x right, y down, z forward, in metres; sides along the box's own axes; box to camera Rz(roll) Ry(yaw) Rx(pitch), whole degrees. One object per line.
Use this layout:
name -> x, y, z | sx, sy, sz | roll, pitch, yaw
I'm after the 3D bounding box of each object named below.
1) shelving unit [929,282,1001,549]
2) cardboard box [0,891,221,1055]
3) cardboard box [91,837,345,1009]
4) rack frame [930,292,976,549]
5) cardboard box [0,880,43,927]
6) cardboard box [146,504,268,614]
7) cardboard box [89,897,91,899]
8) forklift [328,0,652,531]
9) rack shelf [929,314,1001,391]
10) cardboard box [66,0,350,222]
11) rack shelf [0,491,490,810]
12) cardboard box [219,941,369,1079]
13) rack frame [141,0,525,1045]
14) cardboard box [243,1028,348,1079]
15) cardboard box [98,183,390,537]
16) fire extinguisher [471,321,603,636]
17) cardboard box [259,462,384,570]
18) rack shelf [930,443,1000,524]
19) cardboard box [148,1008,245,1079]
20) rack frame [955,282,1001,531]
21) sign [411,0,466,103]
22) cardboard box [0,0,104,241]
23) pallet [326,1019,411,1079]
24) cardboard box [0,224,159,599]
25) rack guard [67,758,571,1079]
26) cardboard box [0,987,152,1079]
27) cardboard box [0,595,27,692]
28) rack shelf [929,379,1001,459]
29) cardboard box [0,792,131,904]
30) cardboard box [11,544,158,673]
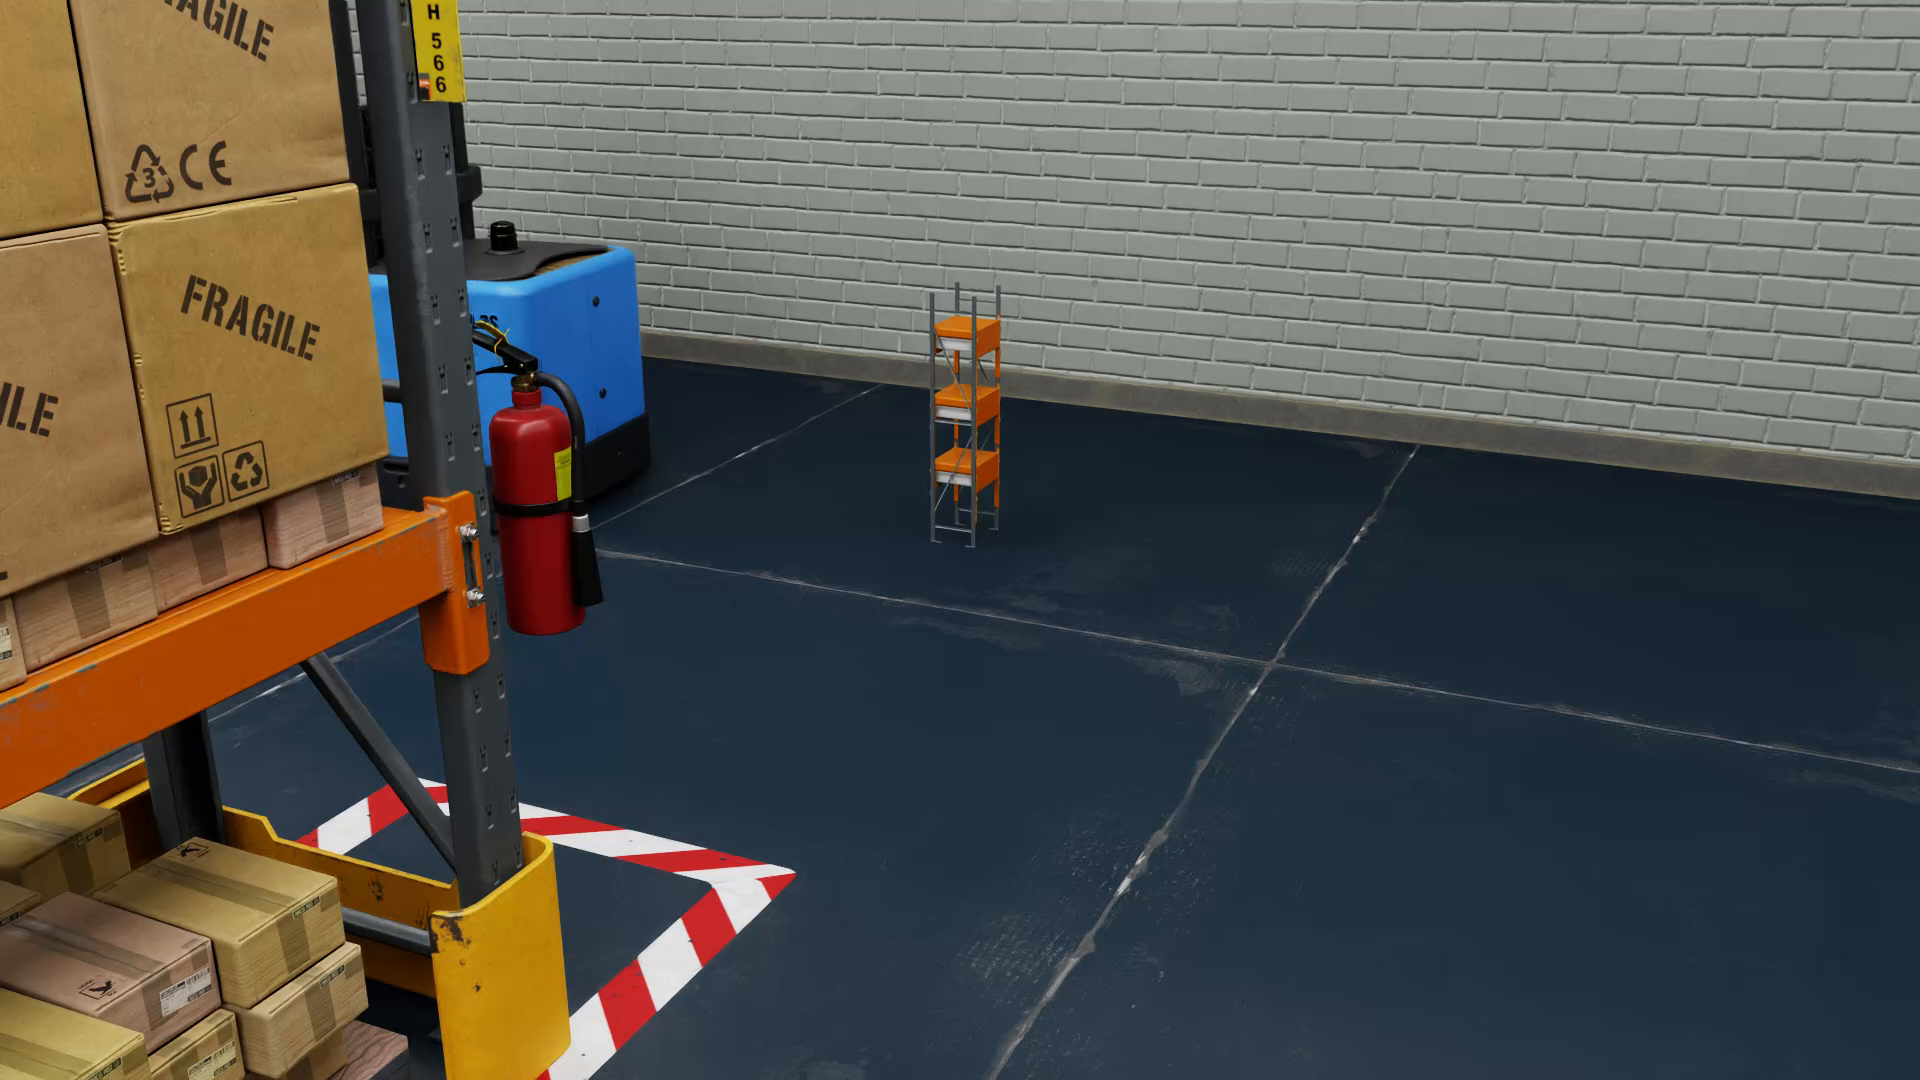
shelving unit -> 0.022, -0.511, 6.839 | 0.215, 1.050, 0.252 | 9, 21, 23
cardboard box -> -1.574, 0.796, 2.995 | 0.380, 0.149, 0.250 | 9, 21, 24
cardboard box -> -1.418, 0.727, 3.189 | 0.380, 0.149, 0.250 | 9, 21, 23
rack frame -> -0.028, -0.474, 6.734 | 0.200, 1.050, 0.008 | 9, 21, 23
cardboard box -> -1.960, 0.744, 3.139 | 0.380, 0.149, 0.250 | 9, 21, 24
cardboard box -> -1.445, -0.007, 2.888 | 0.380, 0.149, 0.250 | 9, 21, 23
cardboard box -> -1.882, 0.795, 3.440 | 0.380, 0.149, 0.250 | 10, 22, 25
forklift -> -3.019, -1.688, 7.341 | 3.031, 2.935, 1.130 | 6, 20, 17
rack shelf -> 0.022, -0.768, 6.747 | 0.215, 0.259, 0.240 | 9, 21, 23
cardboard box -> -1.393, -0.819, 2.711 | 0.500, 0.500, 0.500 | 8, 21, 22
rack shelf -> -2.252, 0.615, 1.835 | 1.077, 0.370, 4.000 | 9, 21, 23
cardboard box -> -1.389, 0.871, 3.228 | 0.380, 0.149, 0.250 | 8, 21, 21
rack frame -> -1.433, -0.335, 3.434 | 1.000, 3.000, 0.127 | 9, 21, 23
cardboard box -> -1.458, 1.000, 3.308 | 0.380, 0.149, 0.250 | 9, 21, 24
cardboard box -> -1.382, -0.350, 2.882 | 0.500, 0.500, 0.500 | 9, 21, 24
fire extinguisher -> -0.909, -0.136, 3.548 | 0.296, 0.674, 0.183 | 9, 21, 23
cardboard box -> -1.308, -0.078, 3.087 | 0.380, 0.149, 0.250 | 9, 21, 23
rack shelf -> 0.022, -0.239, 6.936 | 0.215, 0.259, 0.240 | 9, 21, 23
cardboard box -> -1.545, 0.943, 3.024 | 0.380, 0.149, 0.250 | 8, 21, 21
rack frame -> 0.072, -0.548, 6.944 | 0.200, 1.050, 0.008 | 9, 21, 23
sign -> -0.935, -0.947, 2.956 | 0.100, 0.325, 0.005 | 9, 21, 23
cardboard box -> -1.601, -0.664, 2.275 | 0.500, 0.500, 0.500 | 8, 21, 21
pallet -> -1.829, 1.246, 3.151 | 1.003, 0.211, 1.213 | 9, 21, 23
cardboard box -> -1.598, -0.193, 2.441 | 0.500, 0.500, 0.500 | 8, 21, 22
rack guard -> -1.464, 0.866, 3.788 | 1.175, 0.500, 0.348 | 9, 21, 23
cardboard box -> -1.564, 0.892, 2.723 | 0.380, 0.149, 0.250 | 8, 21, 21
cardboard box -> -1.617, 0.153, 2.438 | 0.380, 0.149, 0.250 | 9, 22, 24
rack shelf -> 0.022, -0.501, 6.842 | 0.215, 0.259, 0.240 | 9, 21, 23
cardboard box -> -1.957, 0.644, 3.422 | 0.380, 0.149, 0.250 | 8, 21, 20
cardboard box -> -1.533, 0.071, 2.666 | 0.380, 0.149, 0.250 | 8, 21, 22
